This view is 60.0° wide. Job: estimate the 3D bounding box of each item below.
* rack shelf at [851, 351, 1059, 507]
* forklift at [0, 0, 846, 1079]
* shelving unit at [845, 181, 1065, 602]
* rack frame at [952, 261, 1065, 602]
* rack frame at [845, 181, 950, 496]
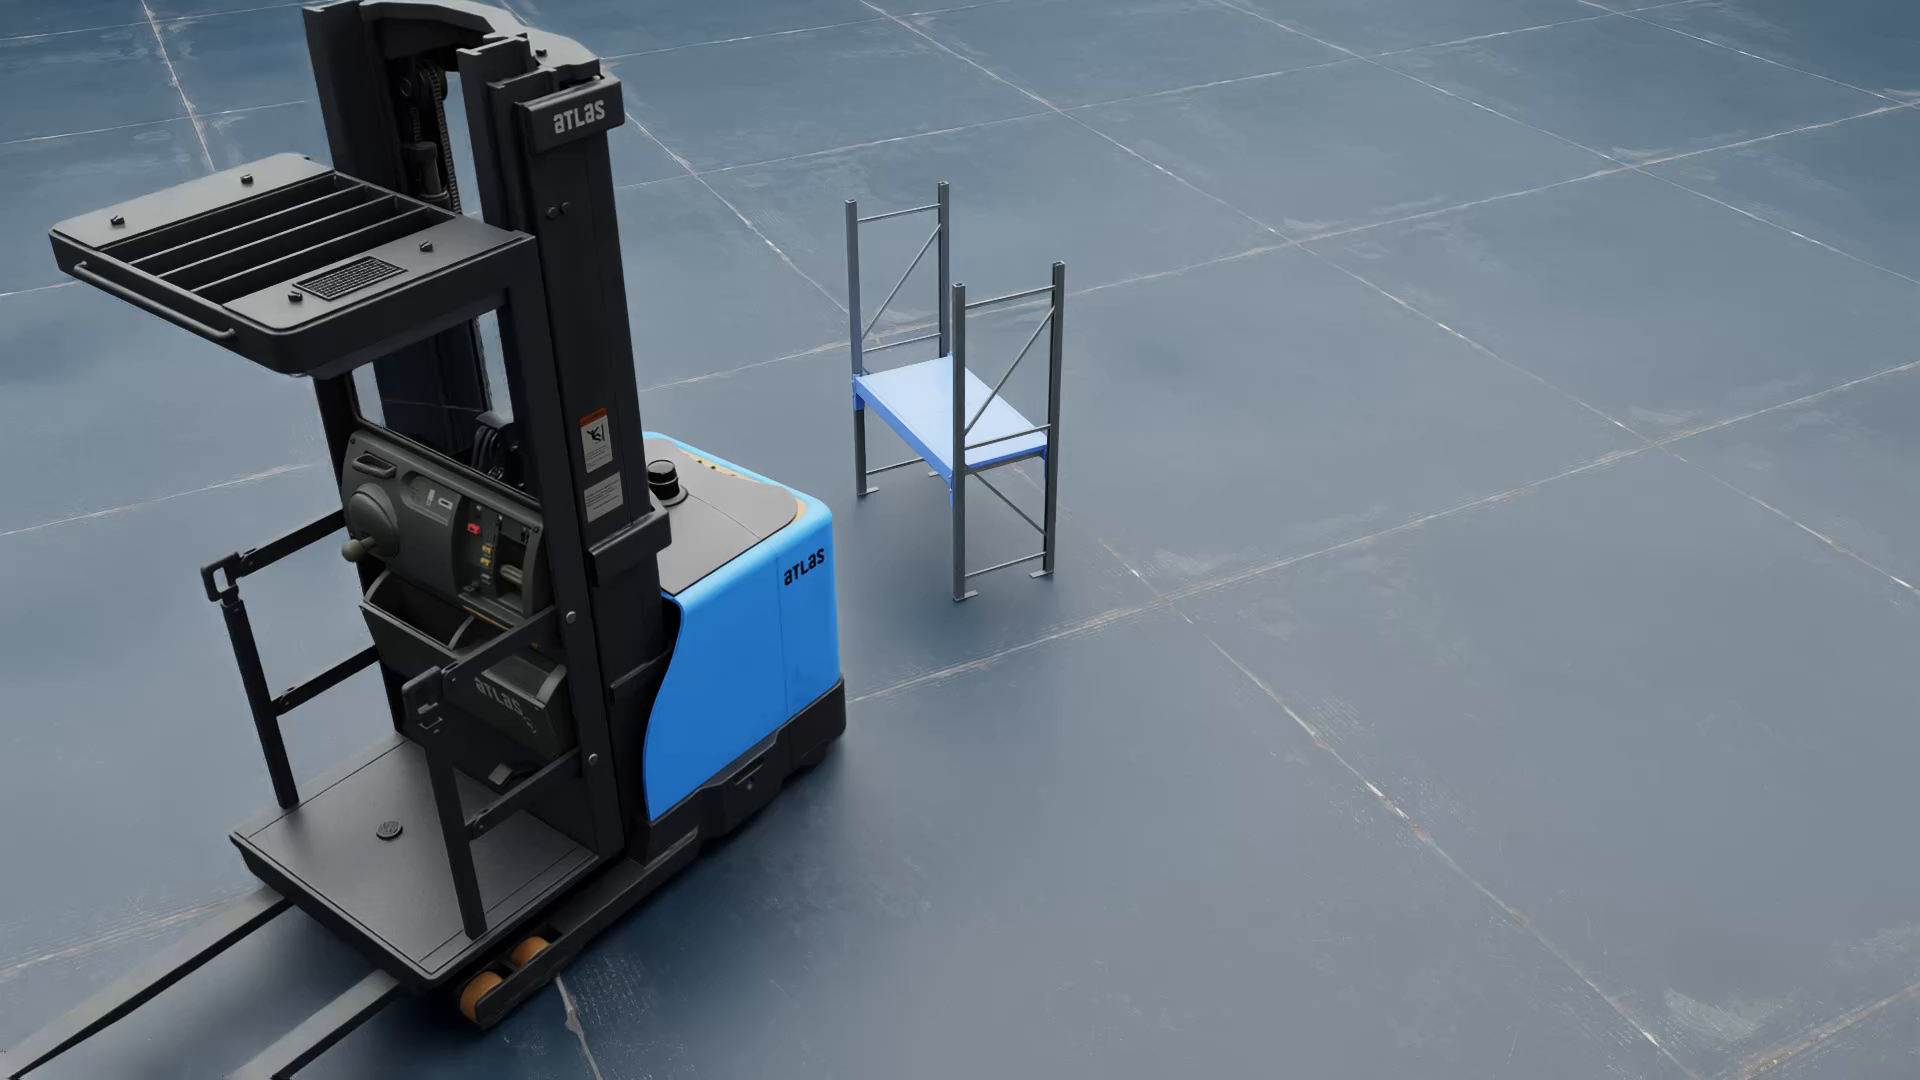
[{"bbox_3d":[-0.040,-0.521,7.506,0.538,0.185,1.000,-16,36,-23],"label":"rack shelf"},{"bbox_3d":[-1.736,0.017,5.006,1.130,2.935,3.031,22,39,31],"label":"forklift"},{"bbox_3d":[-0.040,-0.672,7.409,0.538,1.500,1.048,-16,36,-23],"label":"shelving unit"},{"bbox_3d":[0.197,-0.430,7.030,0.500,1.500,0.032,-16,36,-23],"label":"rack frame"},{"bbox_3d":[-0.277,-0.915,7.788,0.500,1.500,0.032,-16,36,-23],"label":"rack frame"}]
